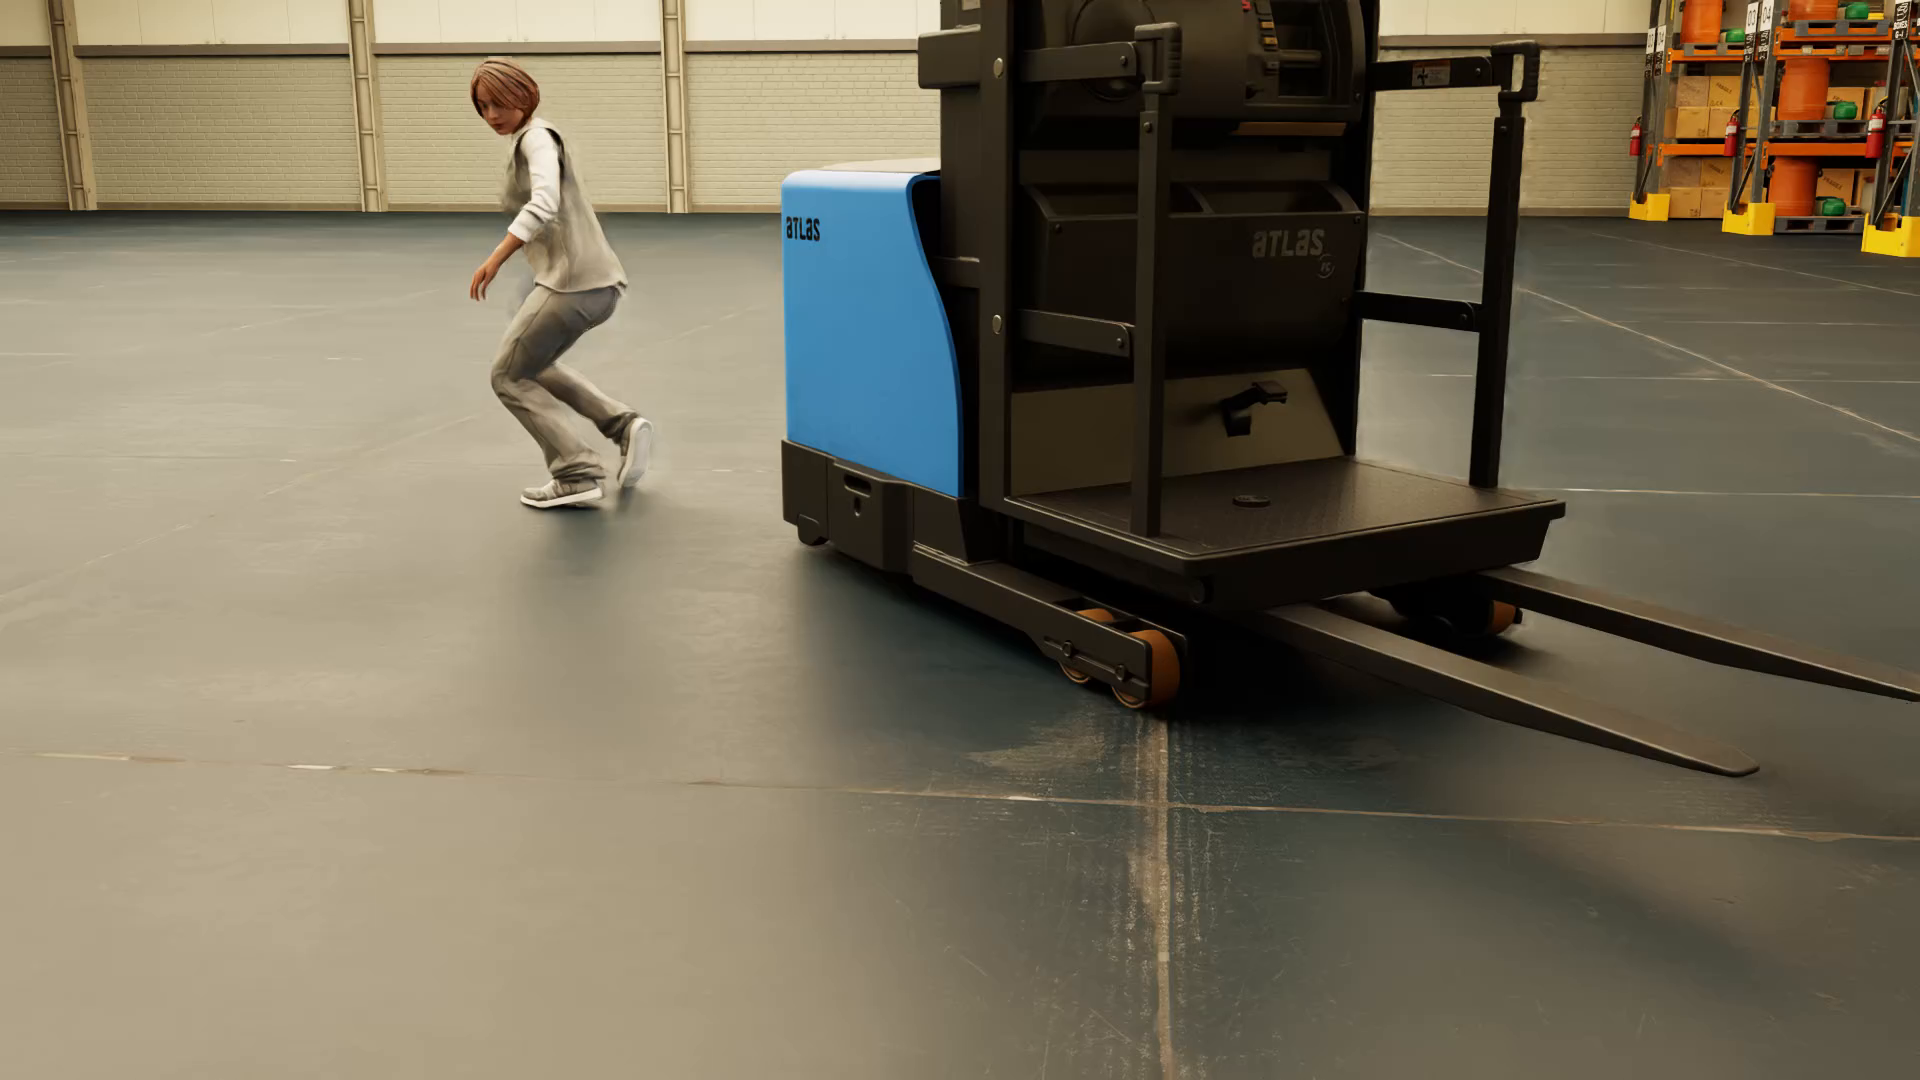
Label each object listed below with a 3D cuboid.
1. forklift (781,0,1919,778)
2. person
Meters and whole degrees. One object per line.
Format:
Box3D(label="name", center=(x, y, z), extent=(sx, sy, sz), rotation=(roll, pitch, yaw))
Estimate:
Box3D(label="forklift", center=(0.667, -1.196, 3.624), extent=(1.130, 2.935, 3.031), rotation=(-8, 15, -30))
Box3D(label="person", center=(-1.292, -0.834, 5.469), extent=(0.476, 1.418, 0.822), rotation=(0, 13, 1))
